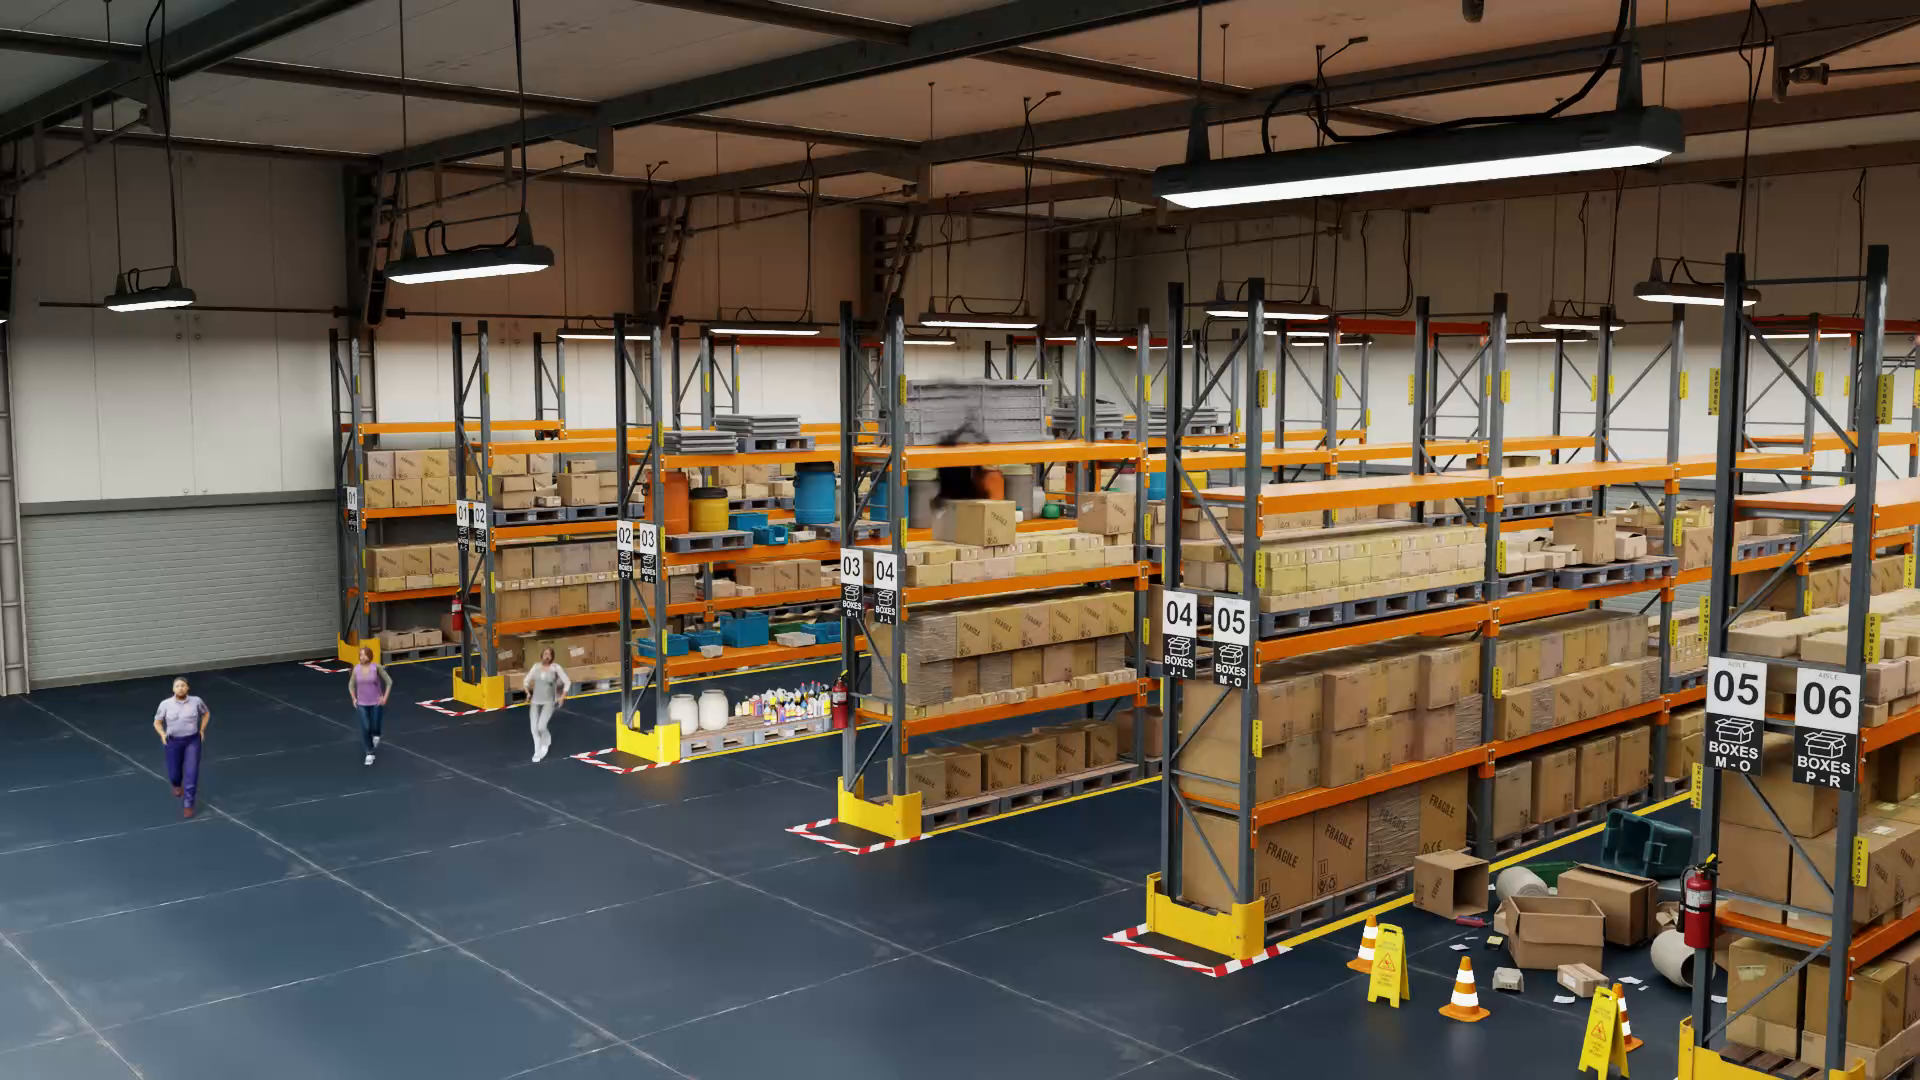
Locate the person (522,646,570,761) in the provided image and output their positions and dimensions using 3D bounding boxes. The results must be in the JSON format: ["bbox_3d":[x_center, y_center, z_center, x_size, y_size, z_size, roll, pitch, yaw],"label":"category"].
[{"bbox_3d":[-5.556,2.210,22.244,0.618,1.538,0.491,0,6,5],"label":"person"}]

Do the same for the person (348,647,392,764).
[{"bbox_3d":[-7.901,2.197,22.299,0.556,1.576,0.599,-1,6,-9],"label":"person"}]

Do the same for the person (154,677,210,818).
[{"bbox_3d":[-9.210,2.436,19.723,0.612,1.610,0.765,-3,6,-26],"label":"person"}]
